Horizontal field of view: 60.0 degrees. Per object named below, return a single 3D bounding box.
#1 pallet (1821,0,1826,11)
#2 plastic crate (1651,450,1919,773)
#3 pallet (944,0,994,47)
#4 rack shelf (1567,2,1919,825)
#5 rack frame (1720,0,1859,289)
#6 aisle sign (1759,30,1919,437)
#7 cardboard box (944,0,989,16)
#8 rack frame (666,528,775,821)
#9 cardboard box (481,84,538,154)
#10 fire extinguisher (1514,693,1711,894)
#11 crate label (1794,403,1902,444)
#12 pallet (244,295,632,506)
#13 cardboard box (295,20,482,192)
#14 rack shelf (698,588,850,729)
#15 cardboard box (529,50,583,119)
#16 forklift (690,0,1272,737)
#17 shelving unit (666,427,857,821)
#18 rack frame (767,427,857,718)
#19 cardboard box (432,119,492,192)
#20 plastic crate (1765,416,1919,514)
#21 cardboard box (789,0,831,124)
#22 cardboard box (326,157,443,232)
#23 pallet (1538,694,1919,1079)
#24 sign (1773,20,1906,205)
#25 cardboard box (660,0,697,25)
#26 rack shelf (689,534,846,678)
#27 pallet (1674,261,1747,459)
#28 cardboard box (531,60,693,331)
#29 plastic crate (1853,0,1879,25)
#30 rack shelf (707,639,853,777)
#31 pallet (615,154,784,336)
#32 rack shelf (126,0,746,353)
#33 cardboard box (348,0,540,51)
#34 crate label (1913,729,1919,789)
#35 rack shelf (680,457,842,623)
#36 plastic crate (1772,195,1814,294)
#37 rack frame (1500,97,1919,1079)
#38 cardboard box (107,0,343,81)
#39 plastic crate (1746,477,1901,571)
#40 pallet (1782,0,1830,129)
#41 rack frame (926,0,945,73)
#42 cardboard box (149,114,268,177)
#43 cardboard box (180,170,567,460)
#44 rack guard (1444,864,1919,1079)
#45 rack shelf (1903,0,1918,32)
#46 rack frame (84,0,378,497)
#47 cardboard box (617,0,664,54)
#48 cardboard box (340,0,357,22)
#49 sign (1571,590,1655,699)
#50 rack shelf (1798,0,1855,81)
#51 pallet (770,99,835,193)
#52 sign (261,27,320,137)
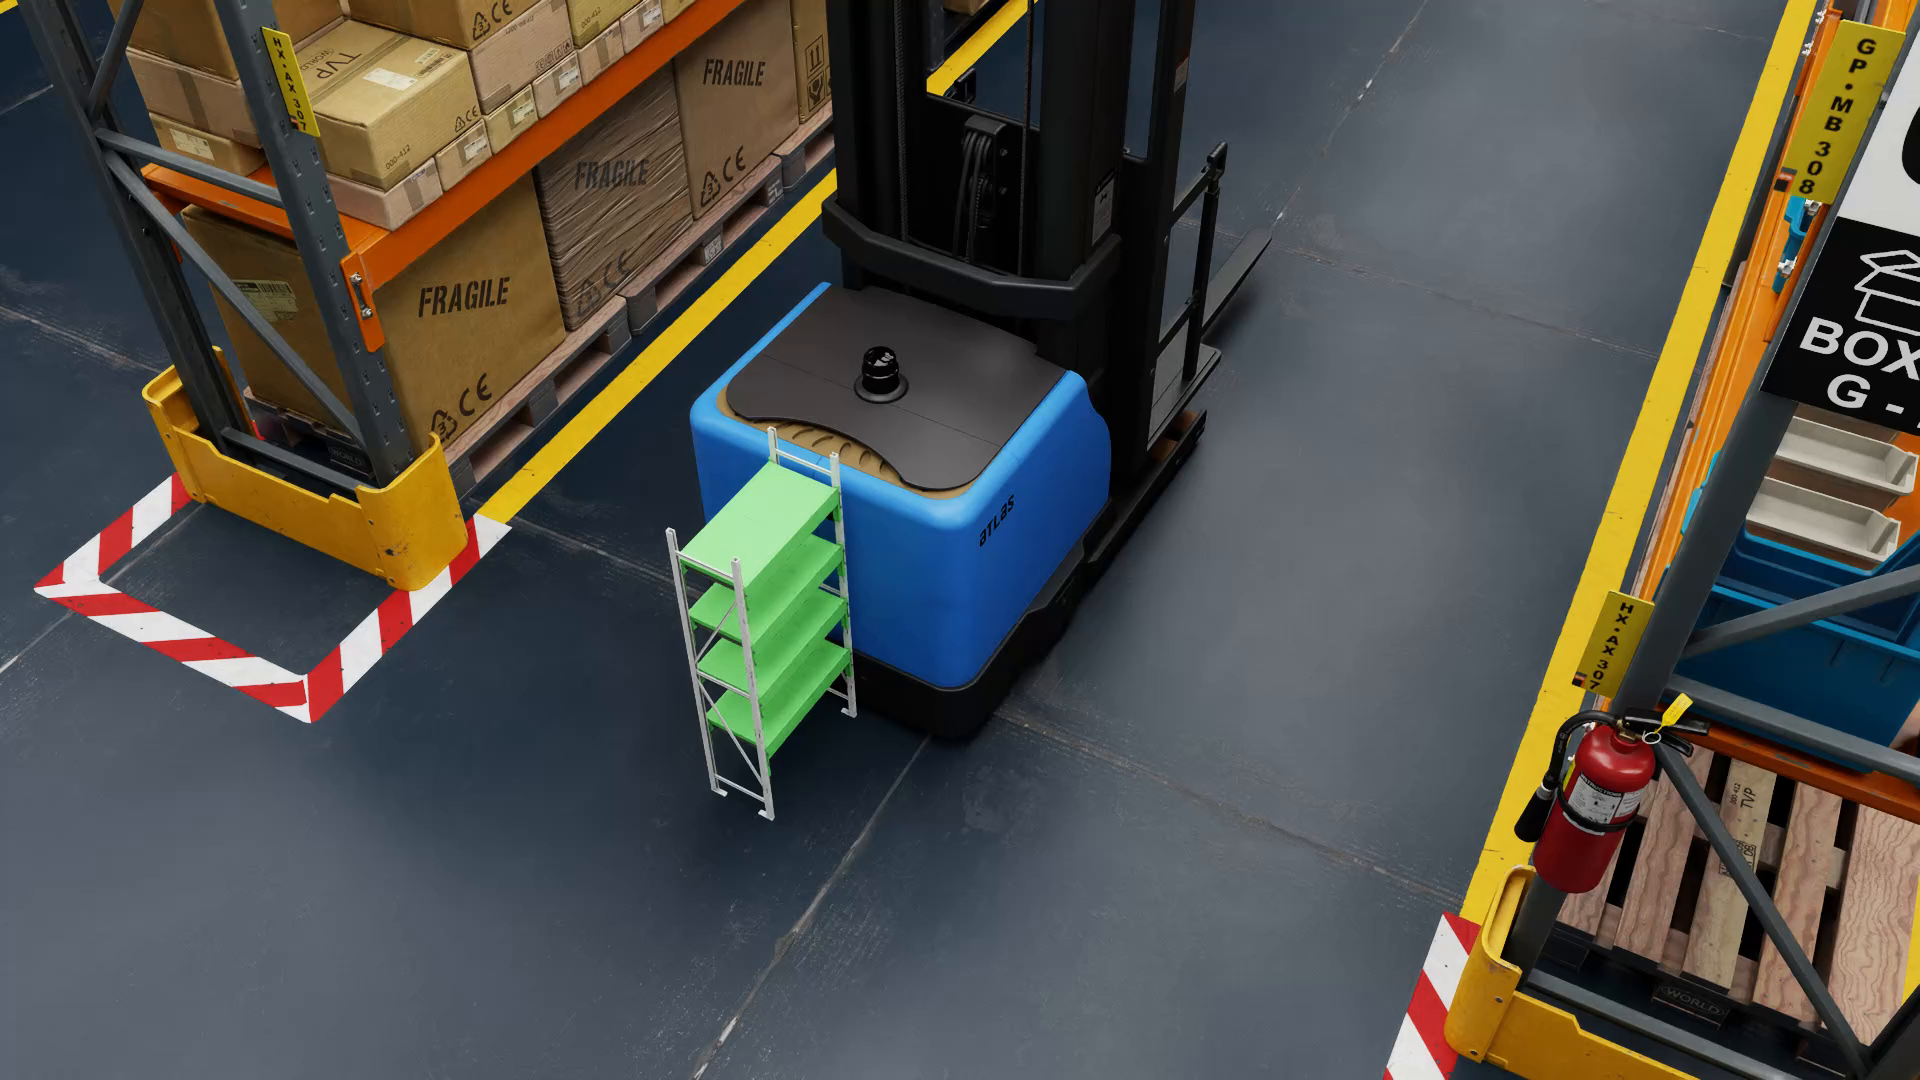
[{"bbox_3d":[5.364,-3.079,9.145,1.003,0.211,1.213,20,49,19],"label":"pallet"},{"bbox_3d":[1.970,0.164,3.912,0.616,0.435,0.499,20,49,19],"label":"plastic crate"},{"bbox_3d":[-0.259,-3.216,9.280,1.003,0.211,1.213,20,49,19],"label":"pallet"},{"bbox_3d":[2.908,-0.537,5.178,1.077,0.370,4.000,20,49,19],"label":"rack shelf"},{"bbox_3d":[3.836,-2.050,6.167,1.000,3.000,0.127,20,49,19],"label":"rack frame"},{"bbox_3d":[1.687,-0.495,2.803,0.394,0.787,0.004,20,49,19],"label":"aisle sign"},{"bbox_3d":[-0.271,-3.496,8.795,1.225,0.875,0.875,21,49,19],"label":"cardboard box"},{"bbox_3d":[-0.705,0.435,4.976,0.240,1.200,0.015,23,50,21],"label":"rack frame"},{"bbox_3d":[-1.714,-1.515,5.815,0.380,0.149,0.250,19,48,18],"label":"cardboard box"},{"bbox_3d":[1.507,0.573,3.891,0.296,0.674,0.183,20,49,19],"label":"fire extinguisher"},{"bbox_3d":[2.453,-0.394,4.673,0.396,0.136,0.243,20,49,19],"label":"crate label"},{"bbox_3d":[-2.105,-0.715,6.808,1.003,0.211,1.213,20,49,19],"label":"pallet"},{"bbox_3d":[-1.945,-1.431,5.451,0.500,0.250,0.500,19,48,18],"label":"cardboard box"},{"bbox_3d":[-0.582,0.331,5.170,0.258,0.148,0.480,23,50,21],"label":"rack shelf"},{"bbox_3d":[-1.594,-1.680,5.978,0.380,0.149,0.250,20,49,18],"label":"cardboard box"},{"bbox_3d":[0.316,-1.416,5.589,1.130,2.935,3.031,22,49,21],"label":"forklift"},{"bbox_3d":[-0.582,0.286,5.124,0.258,1.200,0.503,23,50,21],"label":"shelving unit"},{"bbox_3d":[-0.459,0.136,5.272,0.240,1.200,0.015,23,50,21],"label":"rack frame"},{"bbox_3d":[-1.832,-1.354,5.656,0.380,0.149,0.250,20,49,18],"label":"cardboard box"},{"bbox_3d":[2.345,-0.210,4.492,0.396,0.136,0.243,20,49,19],"label":"plastic crate"},{"bbox_3d":[-0.928,-2.697,8.005,0.875,0.875,0.875,20,49,19],"label":"cardboard box"},{"bbox_3d":[-1.950,-1.192,5.496,0.380,0.149,0.250,21,49,19],"label":"cardboard box"},{"bbox_3d":[2.397,0.943,5.169,1.003,0.211,1.213,20,49,19],"label":"pallet"},{"bbox_3d":[1.485,-0.719,2.817,0.100,0.325,0.005,20,49,19],"label":"sign"},{"bbox_3d":[-1.237,-2.161,6.454,0.380,0.149,0.250,19,48,18],"label":"cardboard box"},{"bbox_3d":[-0.582,0.162,4.999,0.258,0.148,0.480,23,50,21],"label":"rack shelf"},{"bbox_3d":[3.530,-0.594,6.689,1.003,0.211,1.213,20,49,19],"label":"pallet"},{"bbox_3d":[-1.759,-1.569,6.891,0.875,0.875,0.875,20,49,19],"label":"cardboard box"},{"bbox_3d":[3.200,-1.614,5.649,0.402,0.464,0.583,20,49,19],"label":"plastic crate"},{"bbox_3d":[-0.582,0.499,5.340,0.258,0.148,0.480,23,50,21],"label":"rack shelf"},{"bbox_3d":[-1.538,-1.481,7.565,1.003,0.211,1.213,20,49,19],"label":"pallet"},{"bbox_3d":[-1.479,-2.173,6.794,1.077,0.370,4.000,20,49,19],"label":"rack shelf"},{"bbox_3d":[-1.713,-2.009,5.496,0.500,0.500,0.500,19,48,18],"label":"cardboard box"},{"bbox_3d":[2.386,0.461,3.761,0.416,0.233,0.303,20,49,19],"label":"crate label"},{"bbox_3d":[-0.582,-0.007,4.828,0.258,0.148,0.480,23,50,21],"label":"rack shelf"},{"bbox_3d":[2.706,-0.871,5.077,0.416,0.233,0.300,20,49,19],"label":"plastic crate"},{"bbox_3d":[1.980,0.470,3.677,1.000,3.000,0.127,20,49,19],"label":"rack frame"},{"bbox_3d":[-2.414,-1.875,5.363,0.500,0.500,0.500,21,49,20],"label":"cardboard box"},{"bbox_3d":[2.198,-0.032,4.316,0.396,0.136,0.243,20,49,19],"label":"plastic crate"},{"bbox_3d":[4.797,-2.314,8.388,1.003,0.211,1.213,20,49,19],"label":"pallet"},{"bbox_3d":[-0.550,-3.685,7.783,1.000,3.000,0.127,20,49,19],"label":"rack frame"},{"bbox_3d":[-2.534,-1.410,5.712,0.380,0.149,0.250,21,49,20],"label":"cardboard box"},{"bbox_3d":[-2.181,-0.996,6.324,0.875,0.875,0.875,20,49,19],"label":"cardboard box"},{"bbox_3d":[1.980,1.368,4.547,1.175,0.500,0.348,20,49,19],"label":"rack guard"},{"bbox_3d":[2.908,-1.660,4.041,0.919,0.124,3.809,20,49,19],"label":"rack shelf"},{"bbox_3d":[-2.410,-1.167,5.294,0.949,2.616,0.053,20,49,19],"label":"rack frame"},{"bbox_3d":[-1.355,-2.003,6.297,0.380,0.149,0.250,20,49,19],"label":"cardboard box"},{"bbox_3d":[-2.181,-1.930,5.944,0.500,0.250,0.500,20,49,18],"label":"cardboard box"},{"bbox_3d":[1.485,0.241,3.788,0.100,0.325,0.005,20,49,19],"label":"sign"},{"bbox_3d":[4.765,-3.057,7.668,1.077,0.370,4.000,20,49,19],"label":"rack shelf"},{"bbox_3d":[-0.973,-2.252,8.327,1.003,0.211,1.213,20,49,19],"label":"pallet"},{"bbox_3d":[-1.919,-1.311,4.772,0.100,0.325,0.005,20,49,19],"label":"sign"}]
